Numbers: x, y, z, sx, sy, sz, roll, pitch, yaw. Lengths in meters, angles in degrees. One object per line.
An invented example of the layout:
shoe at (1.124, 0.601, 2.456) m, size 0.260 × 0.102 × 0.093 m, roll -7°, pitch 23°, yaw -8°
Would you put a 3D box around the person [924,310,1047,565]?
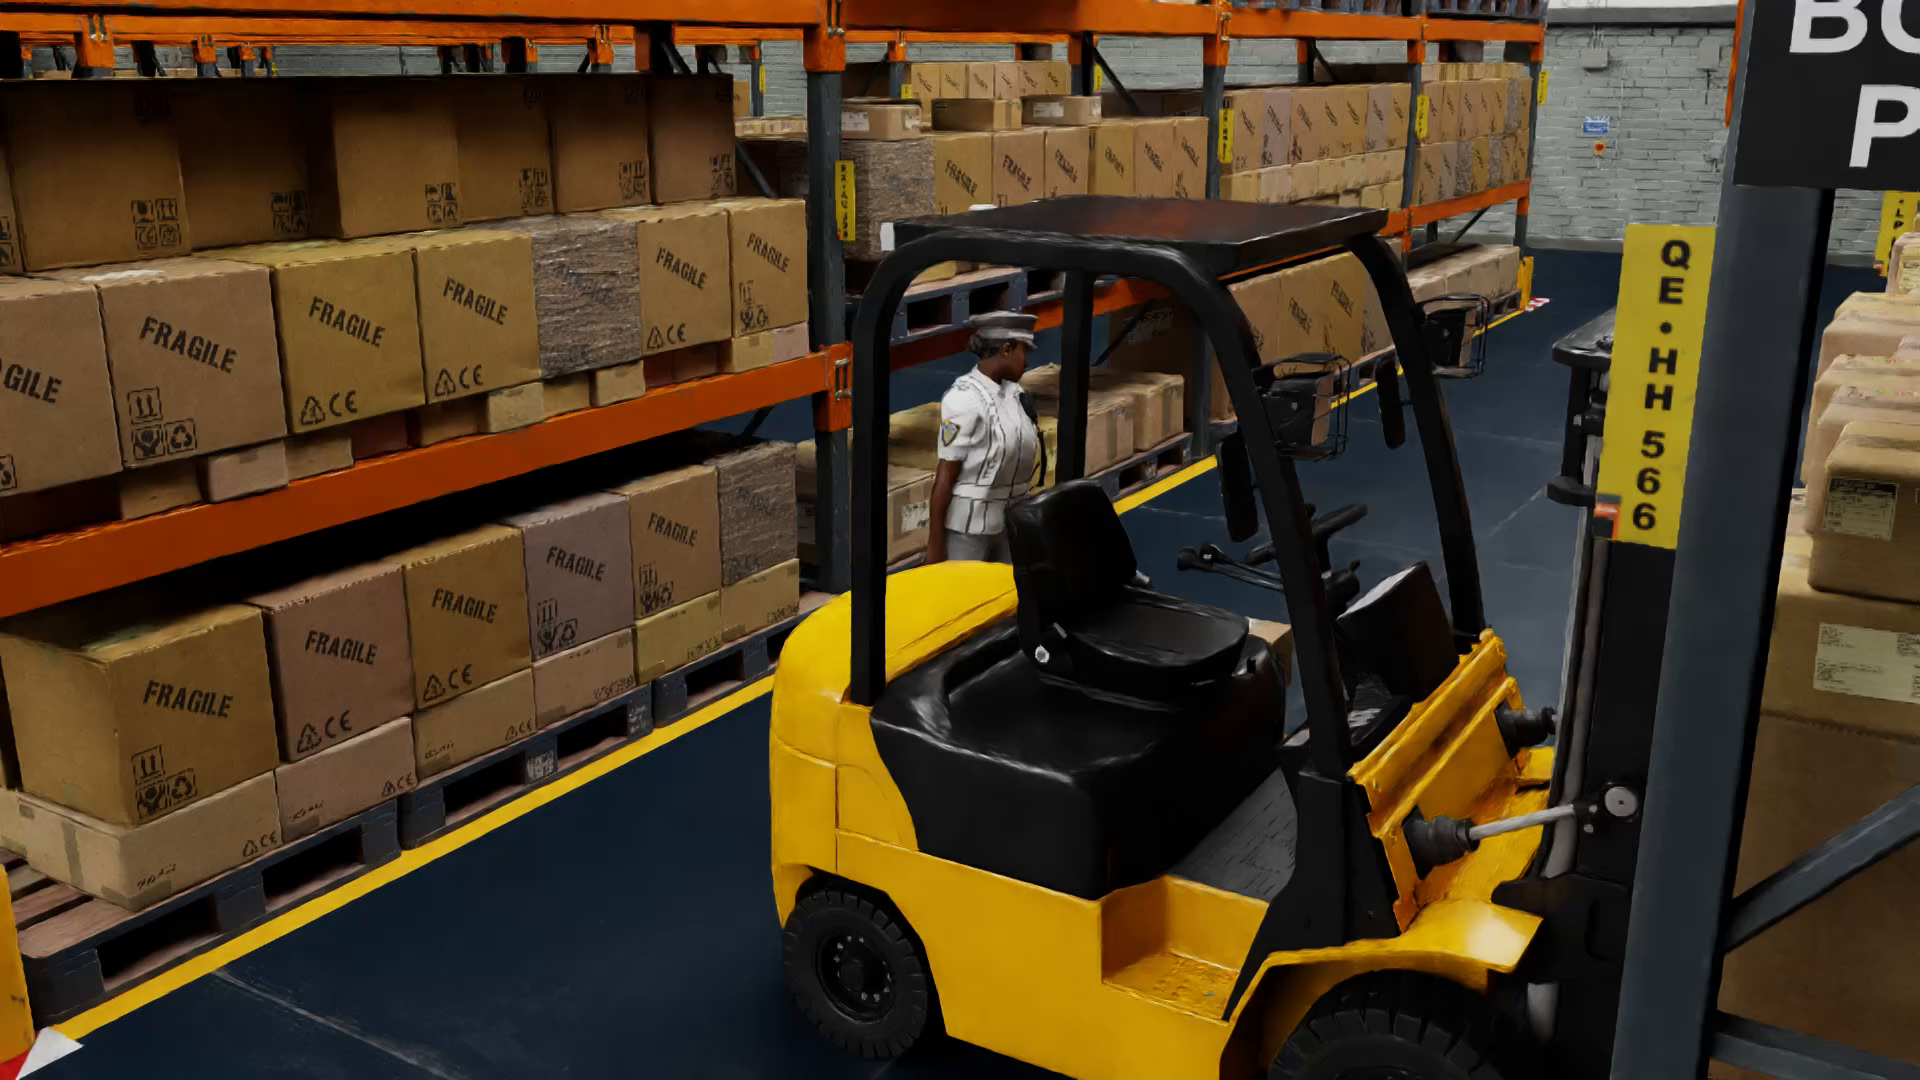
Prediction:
person at (0.081, 0.003, 6.088) m, size 0.592 × 1.638 × 0.478 m, roll -16°, pitch 22°, yaw -42°
